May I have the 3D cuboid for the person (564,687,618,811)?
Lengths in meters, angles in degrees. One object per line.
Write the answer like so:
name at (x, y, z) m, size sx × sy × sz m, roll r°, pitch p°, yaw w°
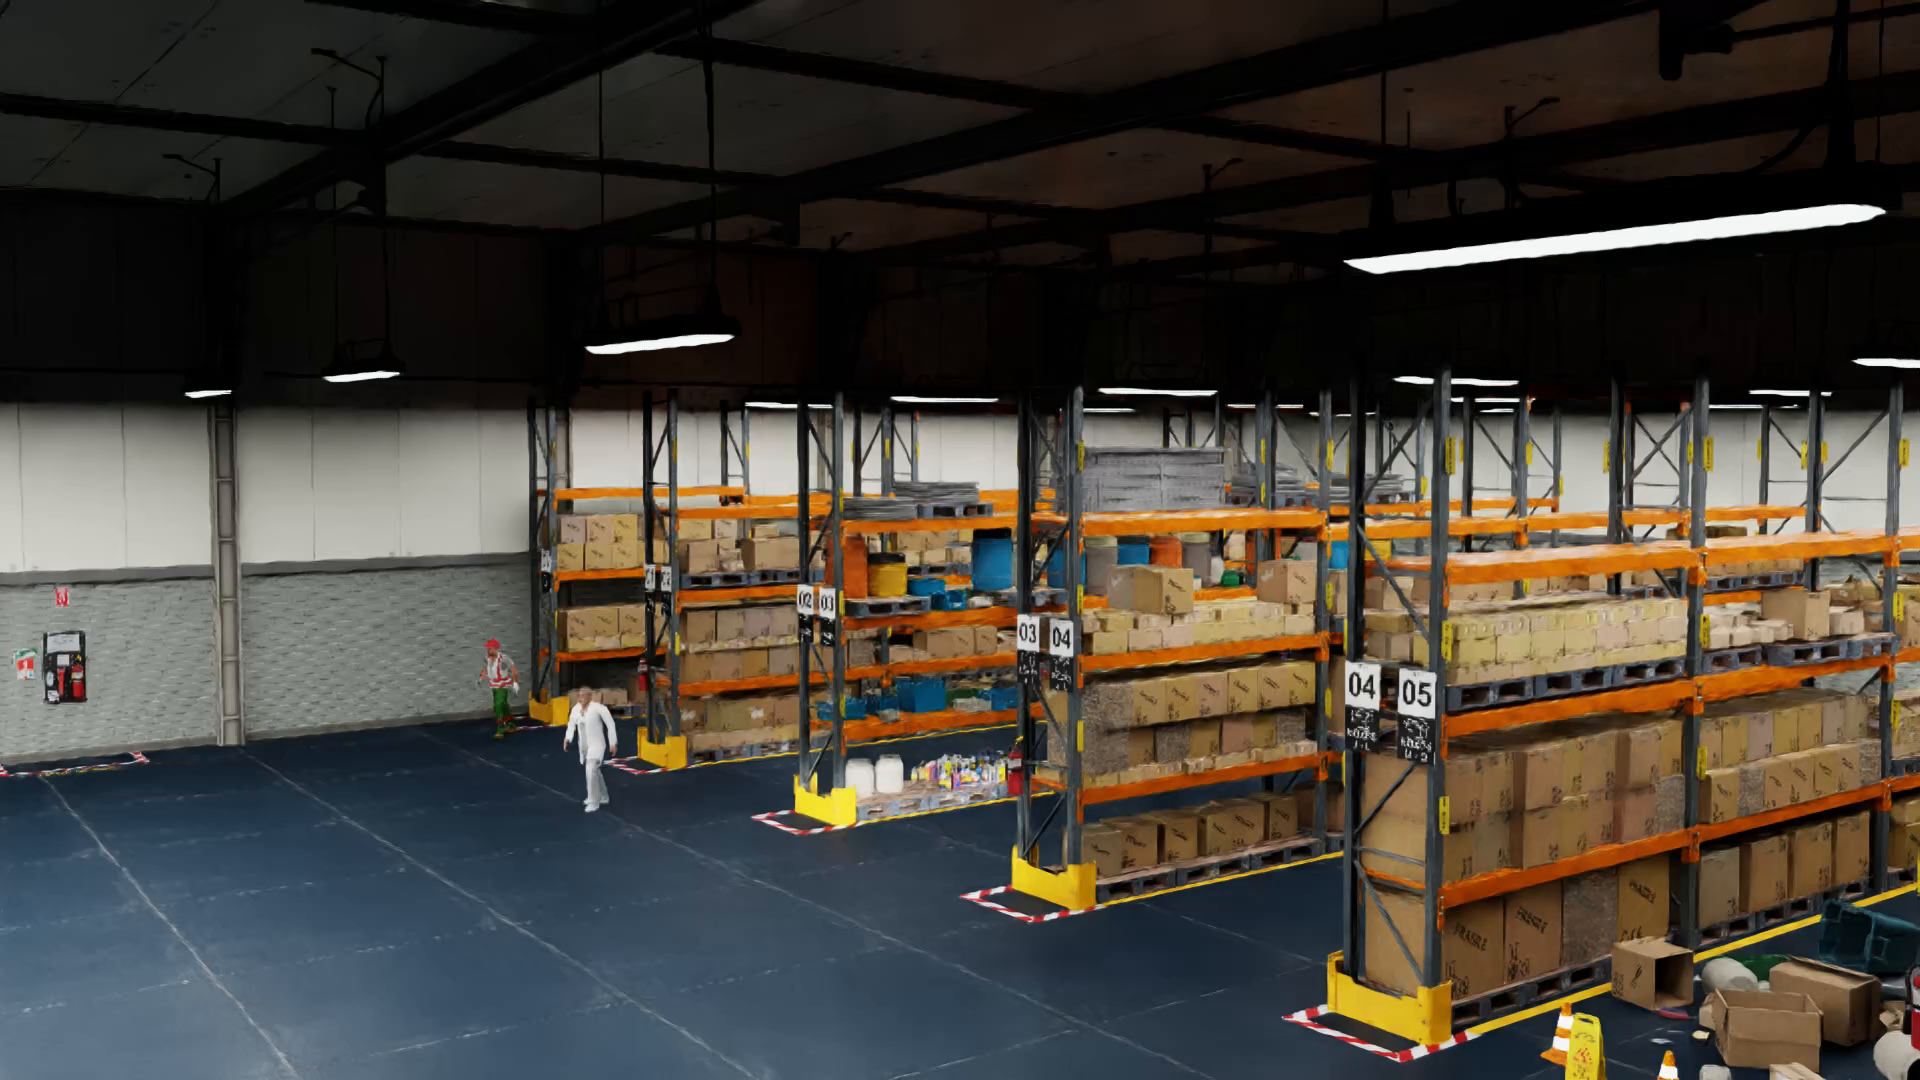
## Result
person at (-5.192, 2.912, 23.428) m, size 0.717 × 1.729 × 0.811 m, roll 2°, pitch 4°, yaw 33°

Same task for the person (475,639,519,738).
person at (-8.045, 2.576, 29.103) m, size 0.688 × 1.719 × 0.822 m, roll 3°, pitch 4°, yaw 37°
